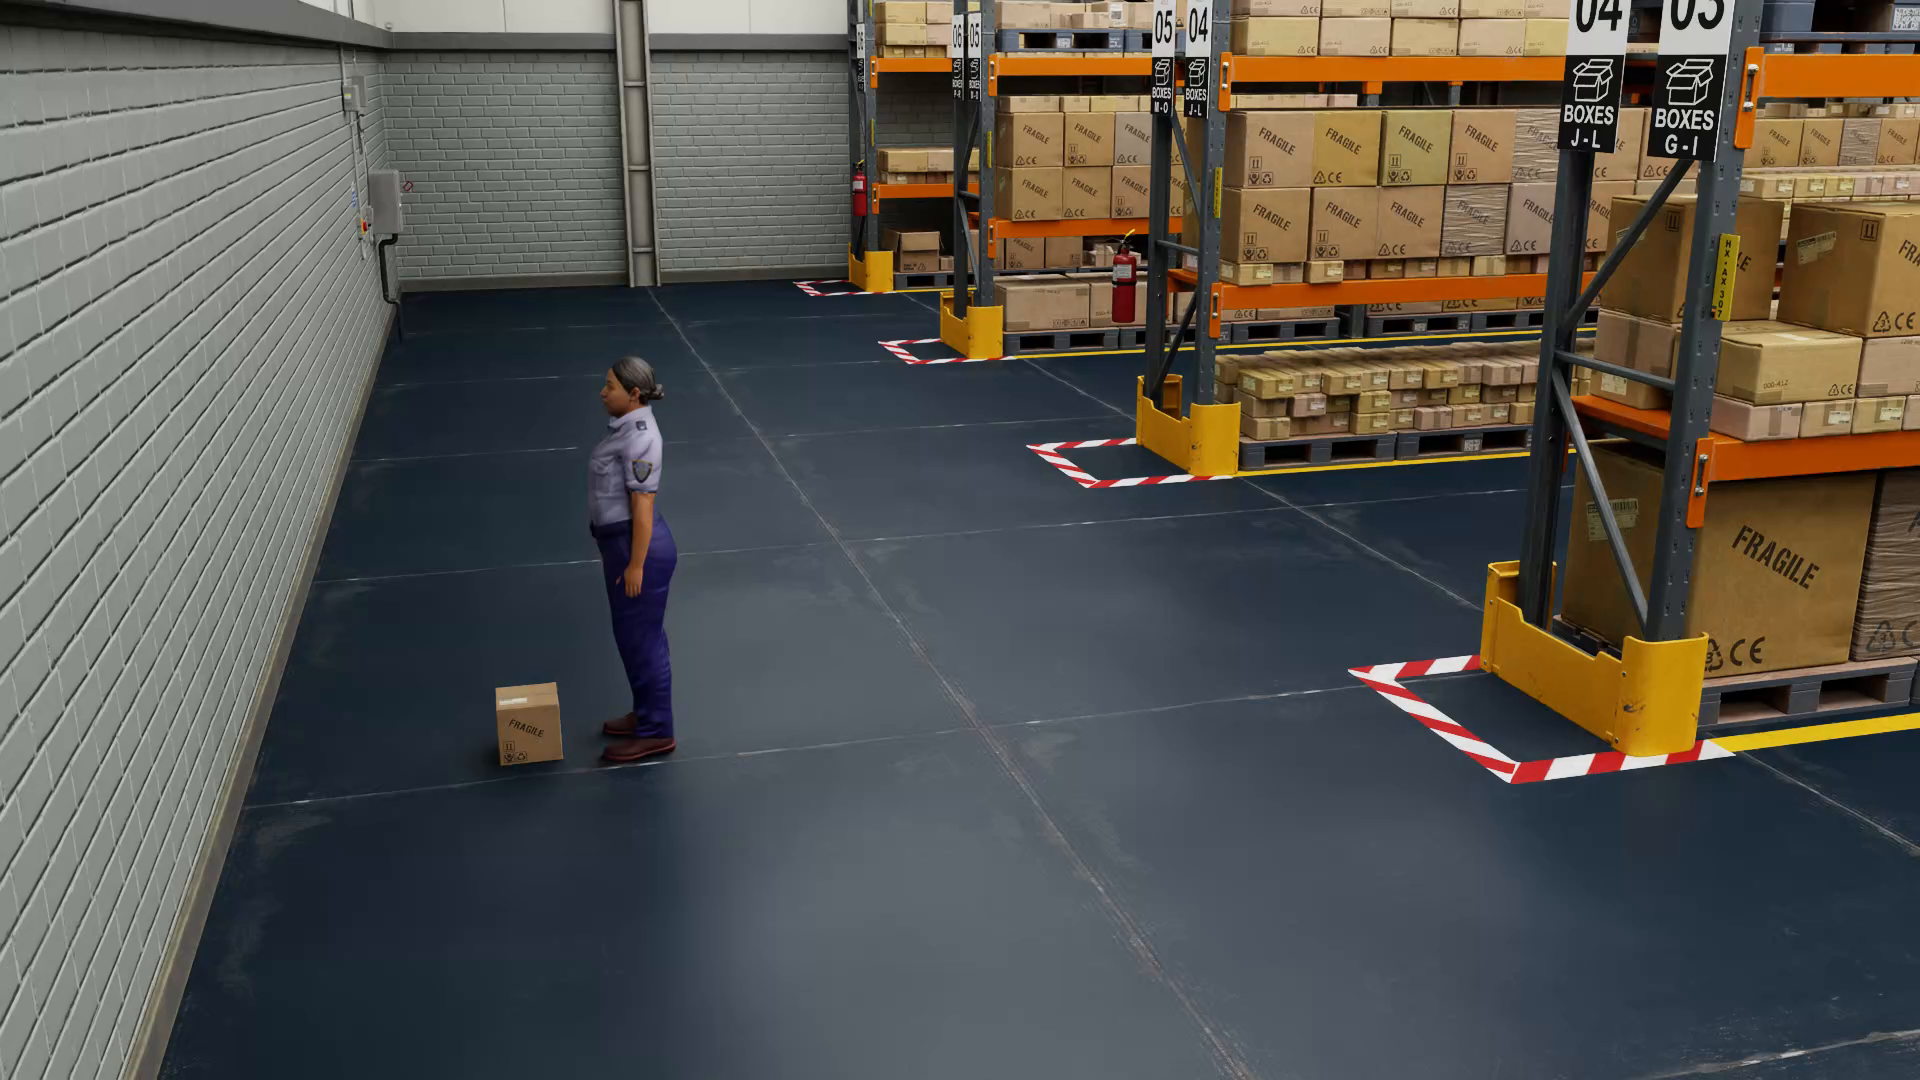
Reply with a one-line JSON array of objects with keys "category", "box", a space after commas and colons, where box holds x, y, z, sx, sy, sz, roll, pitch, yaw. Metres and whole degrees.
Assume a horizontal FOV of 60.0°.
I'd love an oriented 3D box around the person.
[{"category": "person", "box": [-1.346, 0.064, 6.841, 0.349, 1.653, 0.471, -4, 17, -14]}]
